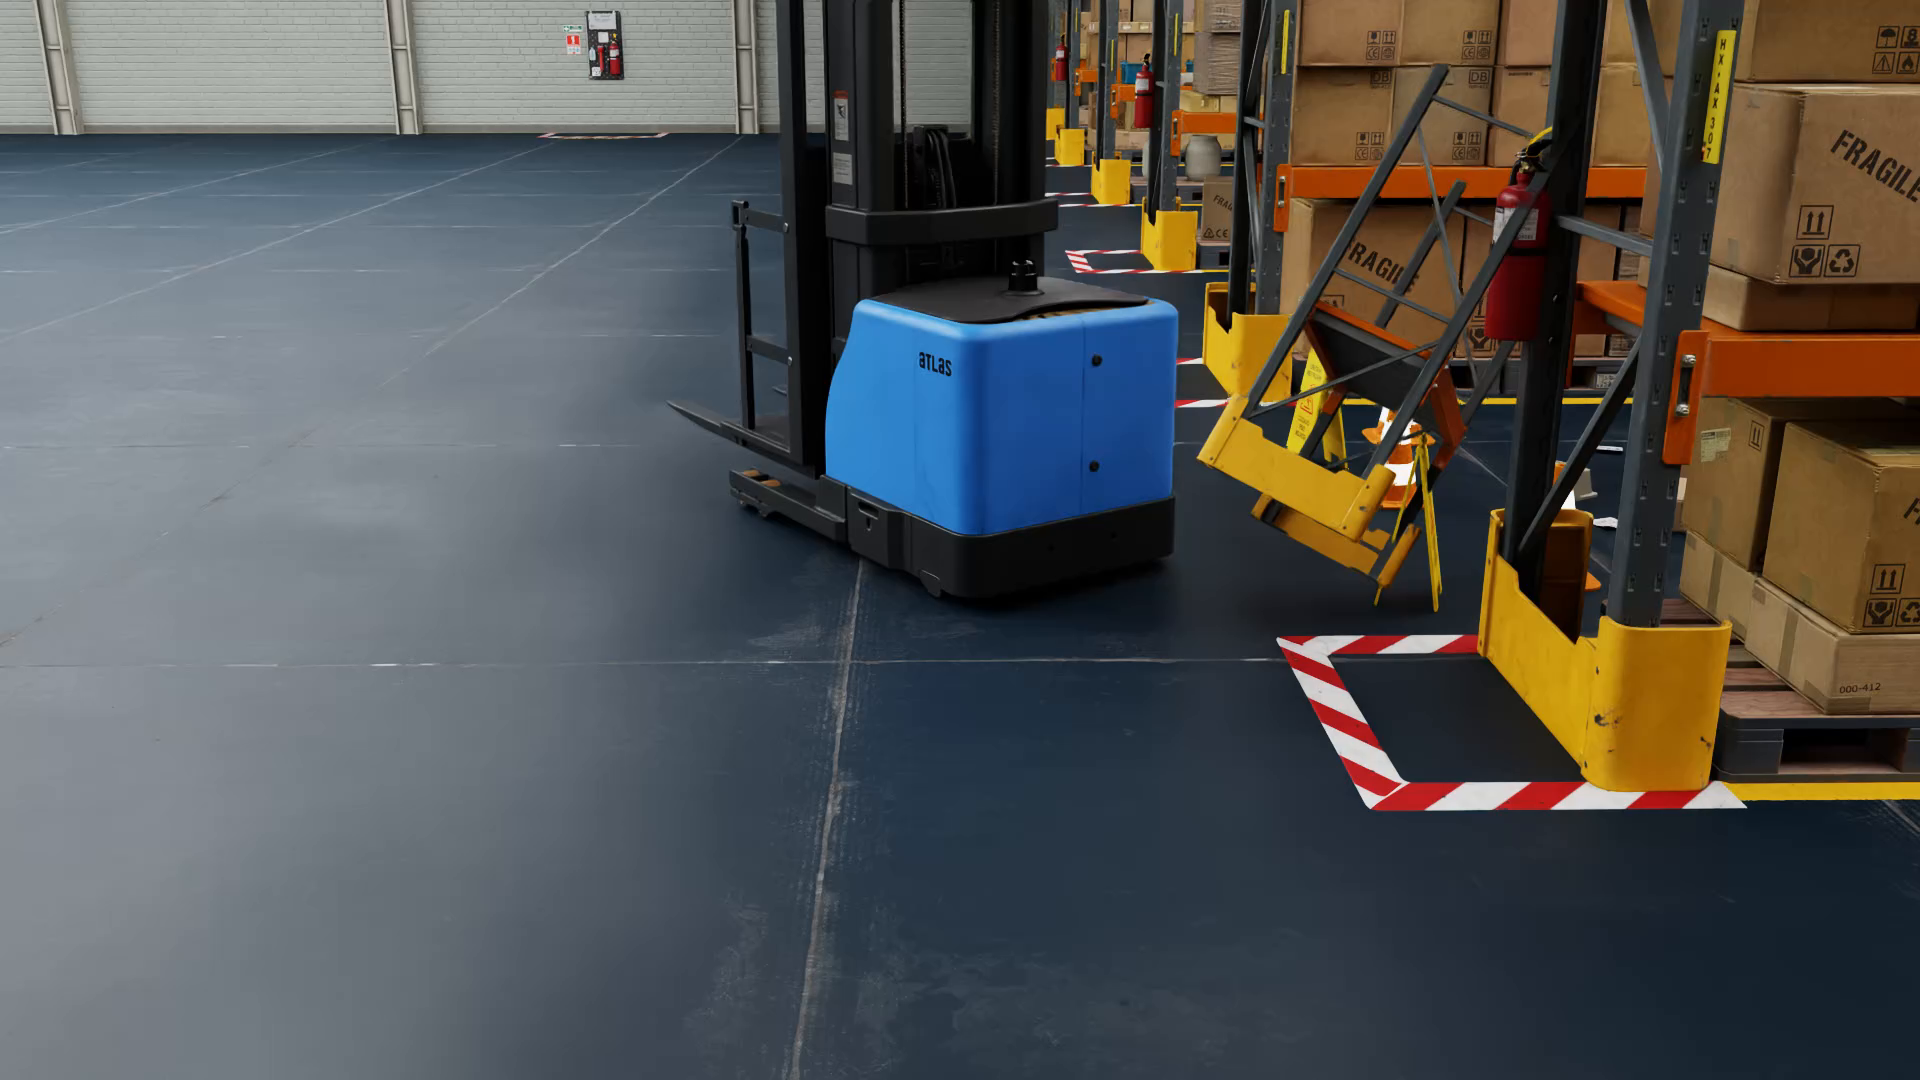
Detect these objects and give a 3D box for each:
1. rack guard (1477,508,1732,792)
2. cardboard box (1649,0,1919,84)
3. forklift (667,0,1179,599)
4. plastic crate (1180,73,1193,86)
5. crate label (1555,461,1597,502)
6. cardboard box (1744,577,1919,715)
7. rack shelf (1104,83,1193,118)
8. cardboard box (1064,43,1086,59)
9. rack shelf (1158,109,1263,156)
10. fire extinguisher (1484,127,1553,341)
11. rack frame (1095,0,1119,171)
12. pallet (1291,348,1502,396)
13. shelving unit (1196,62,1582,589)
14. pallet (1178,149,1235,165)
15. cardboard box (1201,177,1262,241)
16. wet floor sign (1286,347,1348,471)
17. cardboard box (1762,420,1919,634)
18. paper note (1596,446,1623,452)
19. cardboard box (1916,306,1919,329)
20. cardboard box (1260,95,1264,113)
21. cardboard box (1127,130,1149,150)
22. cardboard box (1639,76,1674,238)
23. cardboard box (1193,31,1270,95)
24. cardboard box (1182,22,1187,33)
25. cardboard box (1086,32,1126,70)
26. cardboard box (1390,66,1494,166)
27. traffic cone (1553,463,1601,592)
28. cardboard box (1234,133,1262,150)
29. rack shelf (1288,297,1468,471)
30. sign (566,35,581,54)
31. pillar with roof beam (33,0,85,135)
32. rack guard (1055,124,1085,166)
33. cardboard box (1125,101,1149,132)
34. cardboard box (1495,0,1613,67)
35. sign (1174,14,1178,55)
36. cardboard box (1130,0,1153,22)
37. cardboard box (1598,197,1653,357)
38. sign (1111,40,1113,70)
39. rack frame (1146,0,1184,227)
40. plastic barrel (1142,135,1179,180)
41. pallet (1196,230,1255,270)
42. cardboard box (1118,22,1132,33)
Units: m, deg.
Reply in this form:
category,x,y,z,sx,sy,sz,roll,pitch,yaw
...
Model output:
category,x,y,z,sx,sy,sz,roll,pitch,yaw
rack guard,1.997,0.308,5.268,0.348,0.500,1.175,0,18,-1
cardboard box,2.428,-1.616,4.888,0.500,0.500,0.700,-1,18,-2
forklift,-0.384,-1.570,7.145,1.130,2.935,3.031,-12,21,-32
plastic crate,2.586,-5.202,18.784,0.250,0.136,0.298,0,18,-1
crate label,2.758,-0.275,7.680,0.298,0.136,0.250,-10,20,-29
cardboard box,2.732,0.308,4.990,0.500,0.250,0.500,0,18,-1
rack shelf,3.686,-5.088,19.176,4.000,0.370,1.077,0,18,-1
cardboard box,2.023,-8.290,28.194,0.500,0.250,0.500,-1,18,-2
rack shelf,3.764,-3.576,14.461,4.000,0.370,1.077,0,18,-1
fire extinguisher,1.799,-0.985,5.334,0.183,0.674,0.296,0,18,-1
rack frame,1.686,-5.421,19.036,0.127,3.000,1.000,0,18,-1
pallet,2.540,-1.093,10.109,1.213,0.211,1.003,0,18,-1
shelving unit,1.559,-0.694,5.815,0.587,1.500,1.083,30,1,22
pallet,3.593,-5.628,24.245,1.213,0.211,1.003,0,18,-1
cardboard box,2.389,-2.916,14.632,0.500,0.500,0.500,3,18,9
wet floor sign,1.744,-0.667,8.071,0.232,0.644,0.267,-3,18,-10
cardboard box,2.756,-0.049,4.877,0.500,0.500,0.500,-1,18,-3
paper note,3.295,-0.467,8.457,0.142,0.017,0.144,6,19,18
cardboard box,2.783,-0.683,4.676,0.250,0.149,0.380,-1,18,-3
cardboard box,2.554,-3.709,14.111,0.250,0.149,0.380,0,18,-1
cardboard box,2.652,-5.763,23.916,0.500,0.250,0.500,0,18,-1
cardboard box,2.459,-1.158,5.095,0.500,0.500,0.500,-1,18,-2
cardboard box,2.315,-4.092,14.242,0.500,0.500,0.875,0,18,-1
cardboard box,3.040,-7.232,23.456,0.250,0.149,0.380,-1,18,-3
cardboard box,2.079,-6.980,23.732,0.500,0.500,0.700,0,18,-1
cardboard box,2.662,-2.489,9.652,0.550,0.550,0.875,0,18,-1
traffic cone,2.331,-0.070,6.508,0.334,0.463,0.336,0,18,-1
cardboard box,4.151,-5.769,23.934,0.500,0.250,0.500,0,18,-1
rack shelf,1.467,-0.539,5.810,0.538,0.185,1.000,30,1,22
sign,-6.809,-8.731,29.296,0.234,0.329,0.001,0,18,-1
pillar with roof beam,-15.713,-10.170,24.017,0.400,9.000,9.100,0,18,-1
rack guard,1.588,-5.744,24.134,0.348,0.500,1.175,0,18,-1
cardboard box,2.652,-6.119,23.799,0.500,0.500,0.500,0,18,-1
cardboard box,3.224,-2.961,9.353,0.550,0.550,0.875,0,18,-1
sign,1.773,-4.155,13.672,0.005,0.325,0.100,0,18,-1
cardboard box,2.658,-7.602,23.548,0.500,0.500,0.700,-1,18,-2
cardboard box,4.210,-1.613,9.957,0.875,0.875,0.875,0,18,0
sign,1.691,-5.385,18.470,0.005,0.325,0.100,0,18,-1
rack frame,1.765,-3.908,14.321,0.127,3.000,1.000,0,18,-1
plastic barrel,2.343,-4.463,19.435,0.421,0.512,0.421,0,18,0
pallet,2.653,-2.574,14.726,1.213,0.211,1.003,0,18,-1
cardboard box,2.272,-7.229,23.445,0.250,0.149,0.380,-1,18,-2
